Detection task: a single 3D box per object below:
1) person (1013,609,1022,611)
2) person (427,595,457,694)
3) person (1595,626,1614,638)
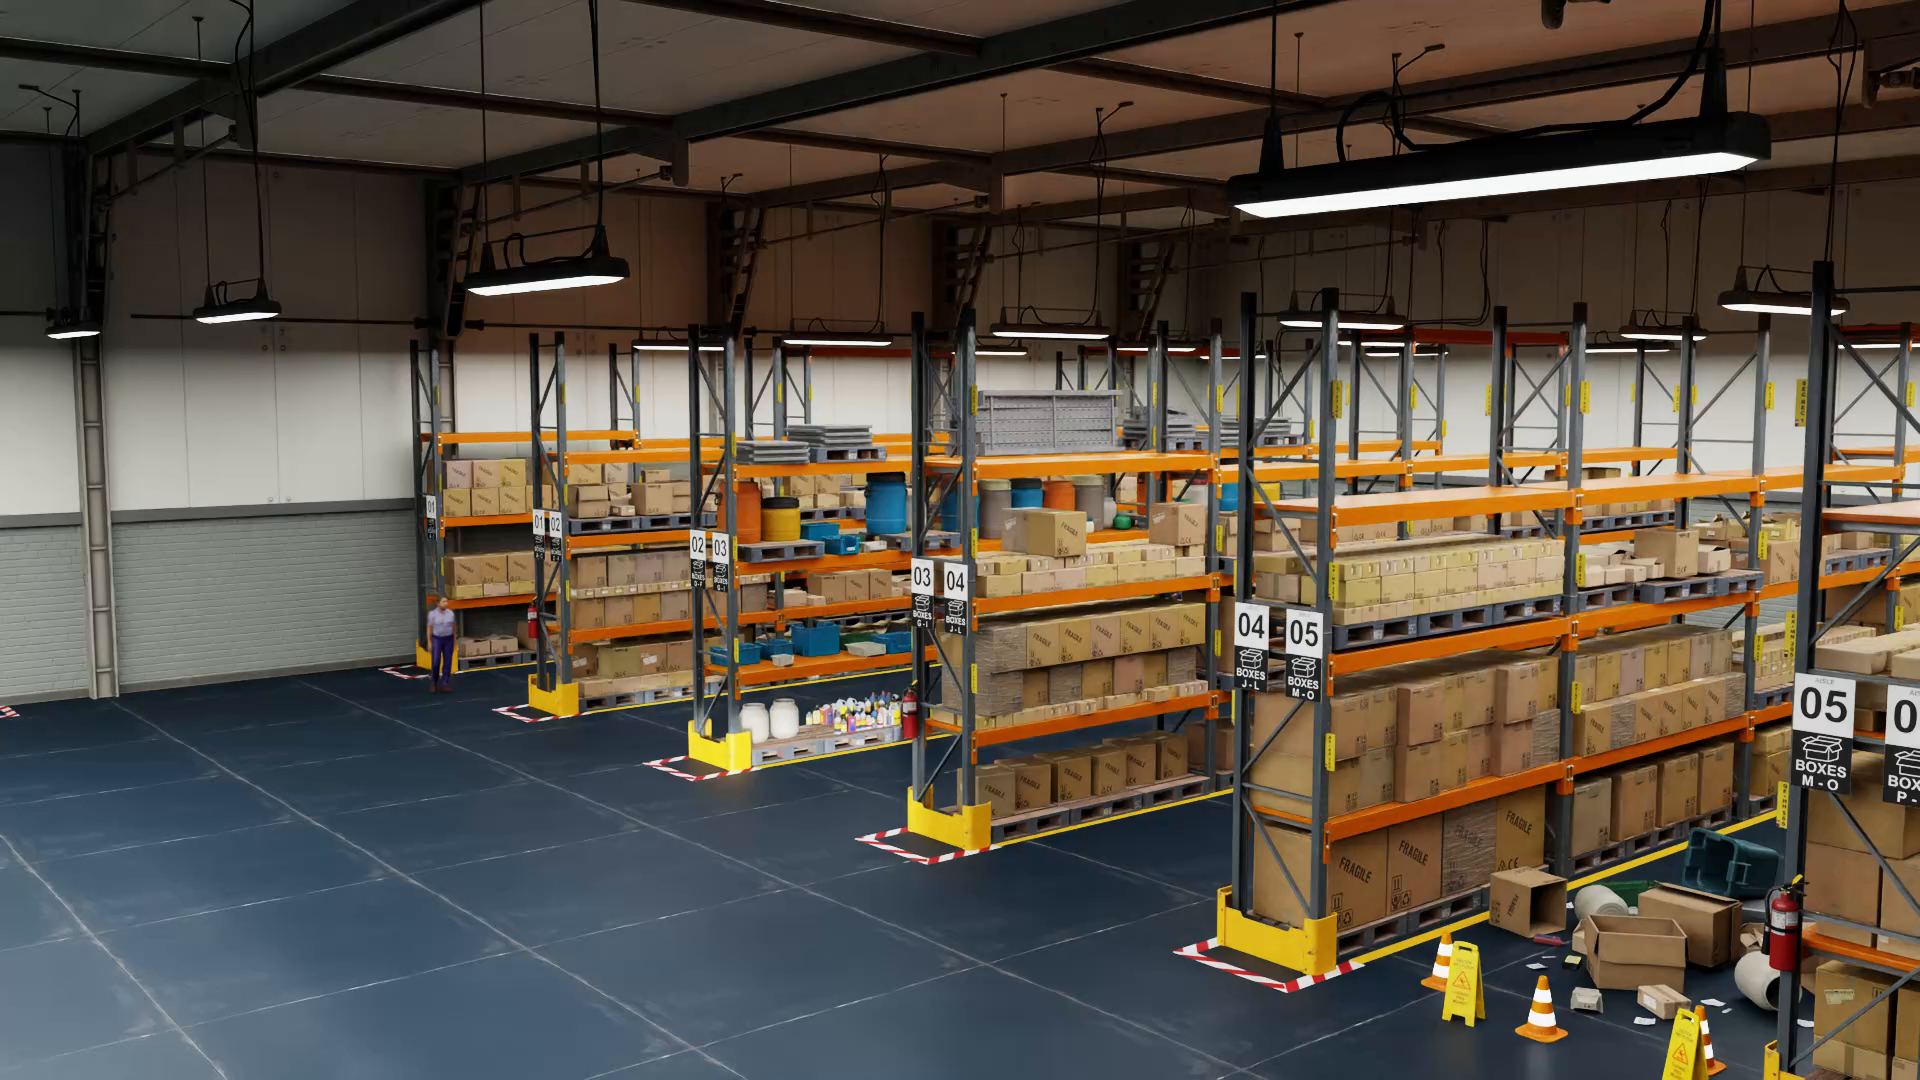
[{"bbox_3d":[1.038,1.495,30.183,0.498,1.775,0.566,-1,5,-7],"label":"person"},{"bbox_3d":[-8.717,1.755,27.998,0.500,1.671,0.418,-4,7,-37],"label":"person"},{"bbox_3d":[9.582,2.037,24.892,1.056,1.625,0.561,-5,7,-43],"label":"person"}]
